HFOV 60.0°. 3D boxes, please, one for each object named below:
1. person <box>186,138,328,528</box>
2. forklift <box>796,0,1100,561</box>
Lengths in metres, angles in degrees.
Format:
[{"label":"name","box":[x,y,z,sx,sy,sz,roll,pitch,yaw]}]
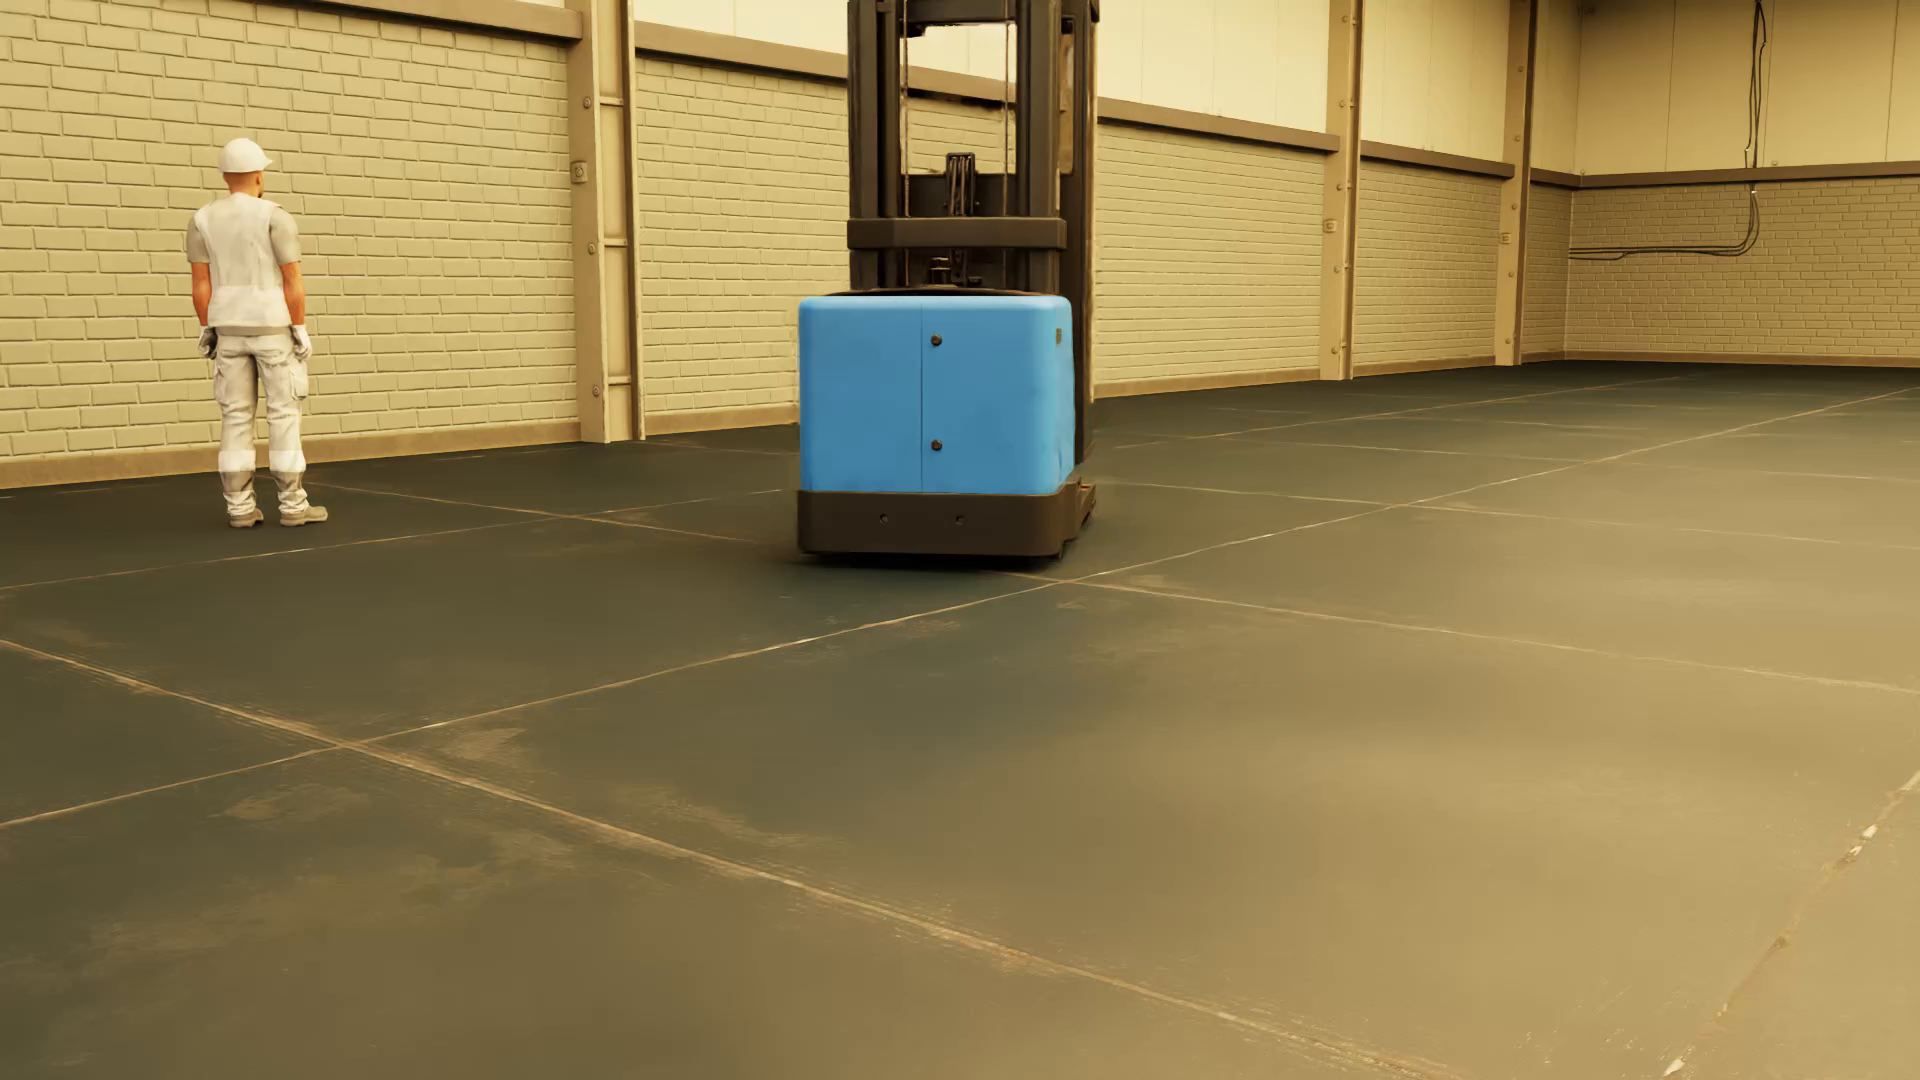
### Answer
[{"label":"person","box":[-3.298,-0.962,7.795,0.530,1.796,0.359,0,8,-1]},{"label":"forklift","box":[0.074,-1.541,7.814,1.130,2.935,3.031,1,8,8]}]
